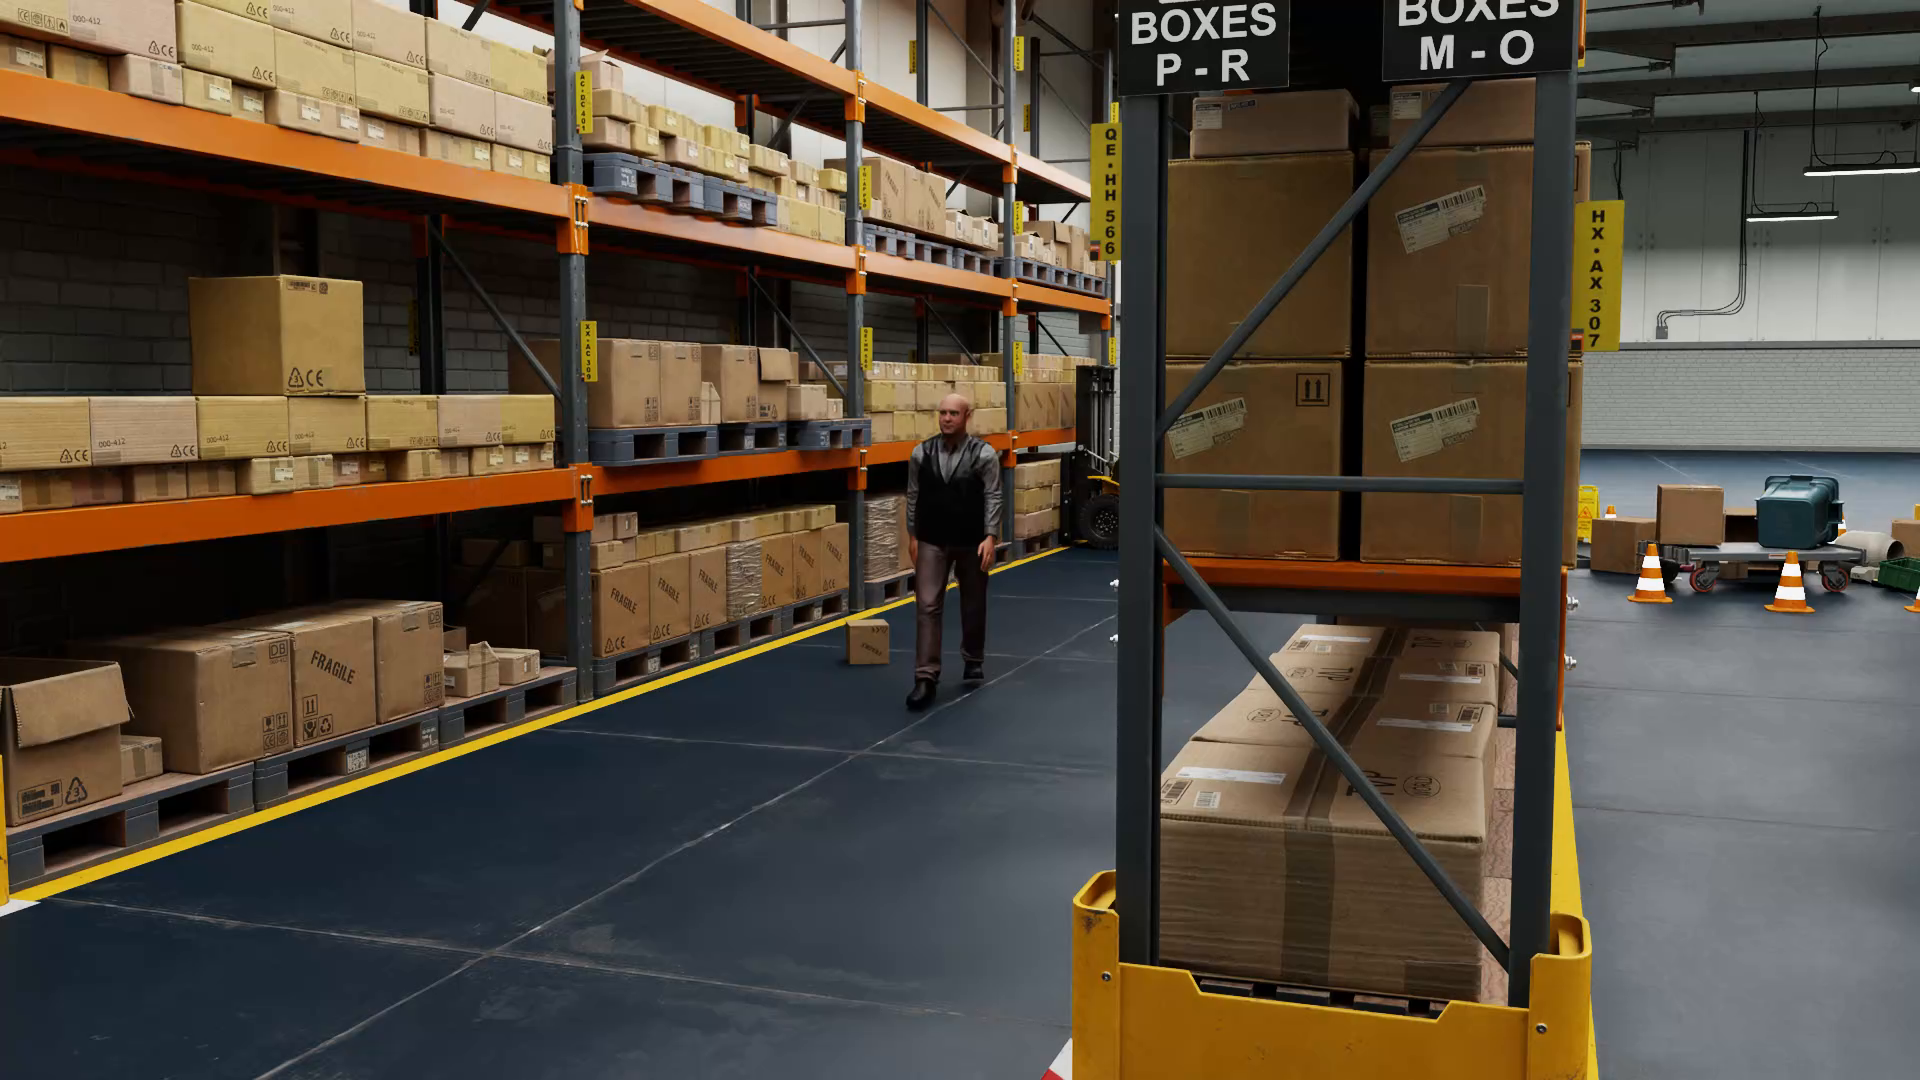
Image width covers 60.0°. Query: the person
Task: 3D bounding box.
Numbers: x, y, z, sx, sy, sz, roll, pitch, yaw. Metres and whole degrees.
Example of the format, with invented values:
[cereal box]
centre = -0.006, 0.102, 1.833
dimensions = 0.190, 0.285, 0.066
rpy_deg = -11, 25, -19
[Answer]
[person]
centre = -0.037, 0.068, 9.328
dimensions = 0.568, 1.580, 1.016
rpy_deg = 1, 5, 6
